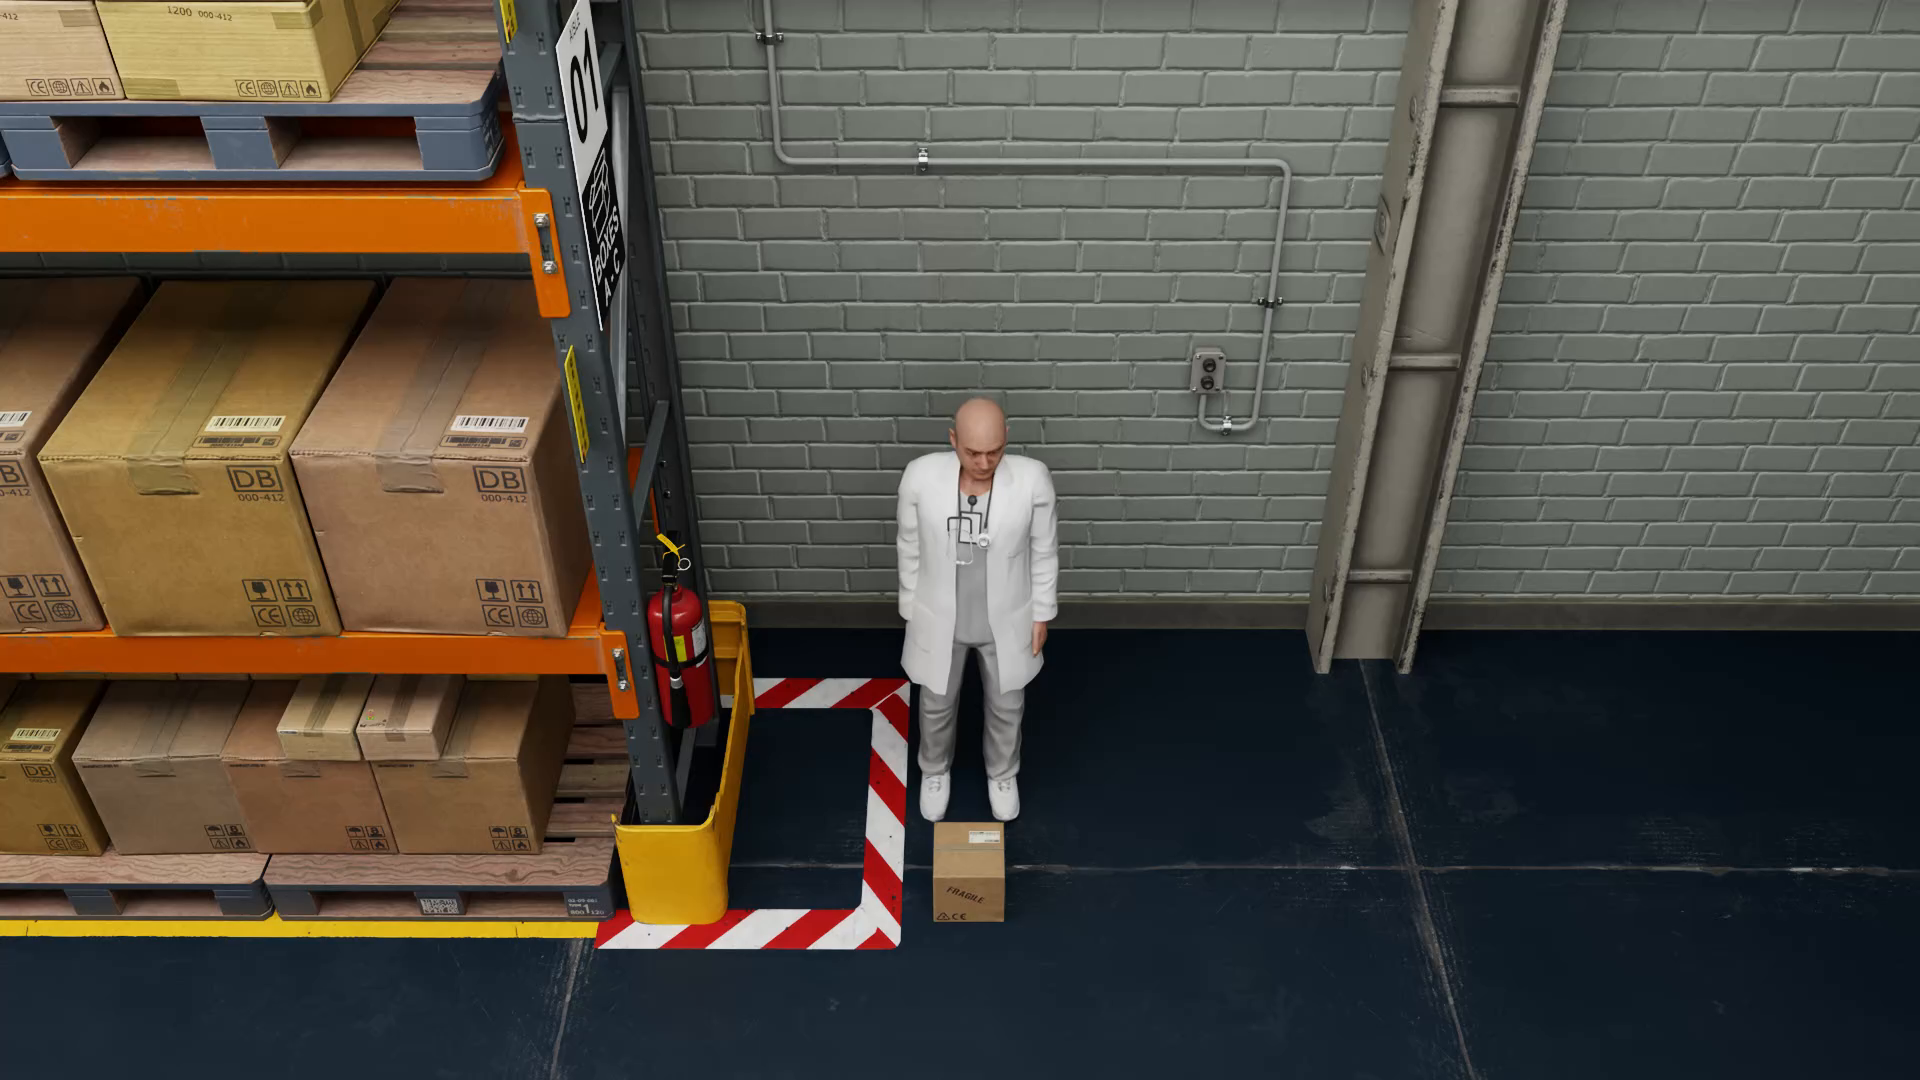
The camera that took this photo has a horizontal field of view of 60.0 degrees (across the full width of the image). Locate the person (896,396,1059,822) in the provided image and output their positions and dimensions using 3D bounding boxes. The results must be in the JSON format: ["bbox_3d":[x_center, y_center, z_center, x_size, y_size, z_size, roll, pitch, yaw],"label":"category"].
[{"bbox_3d":[0.062,0.272,5.845,0.562,1.785,0.387,1,39,1],"label":"person"}]
